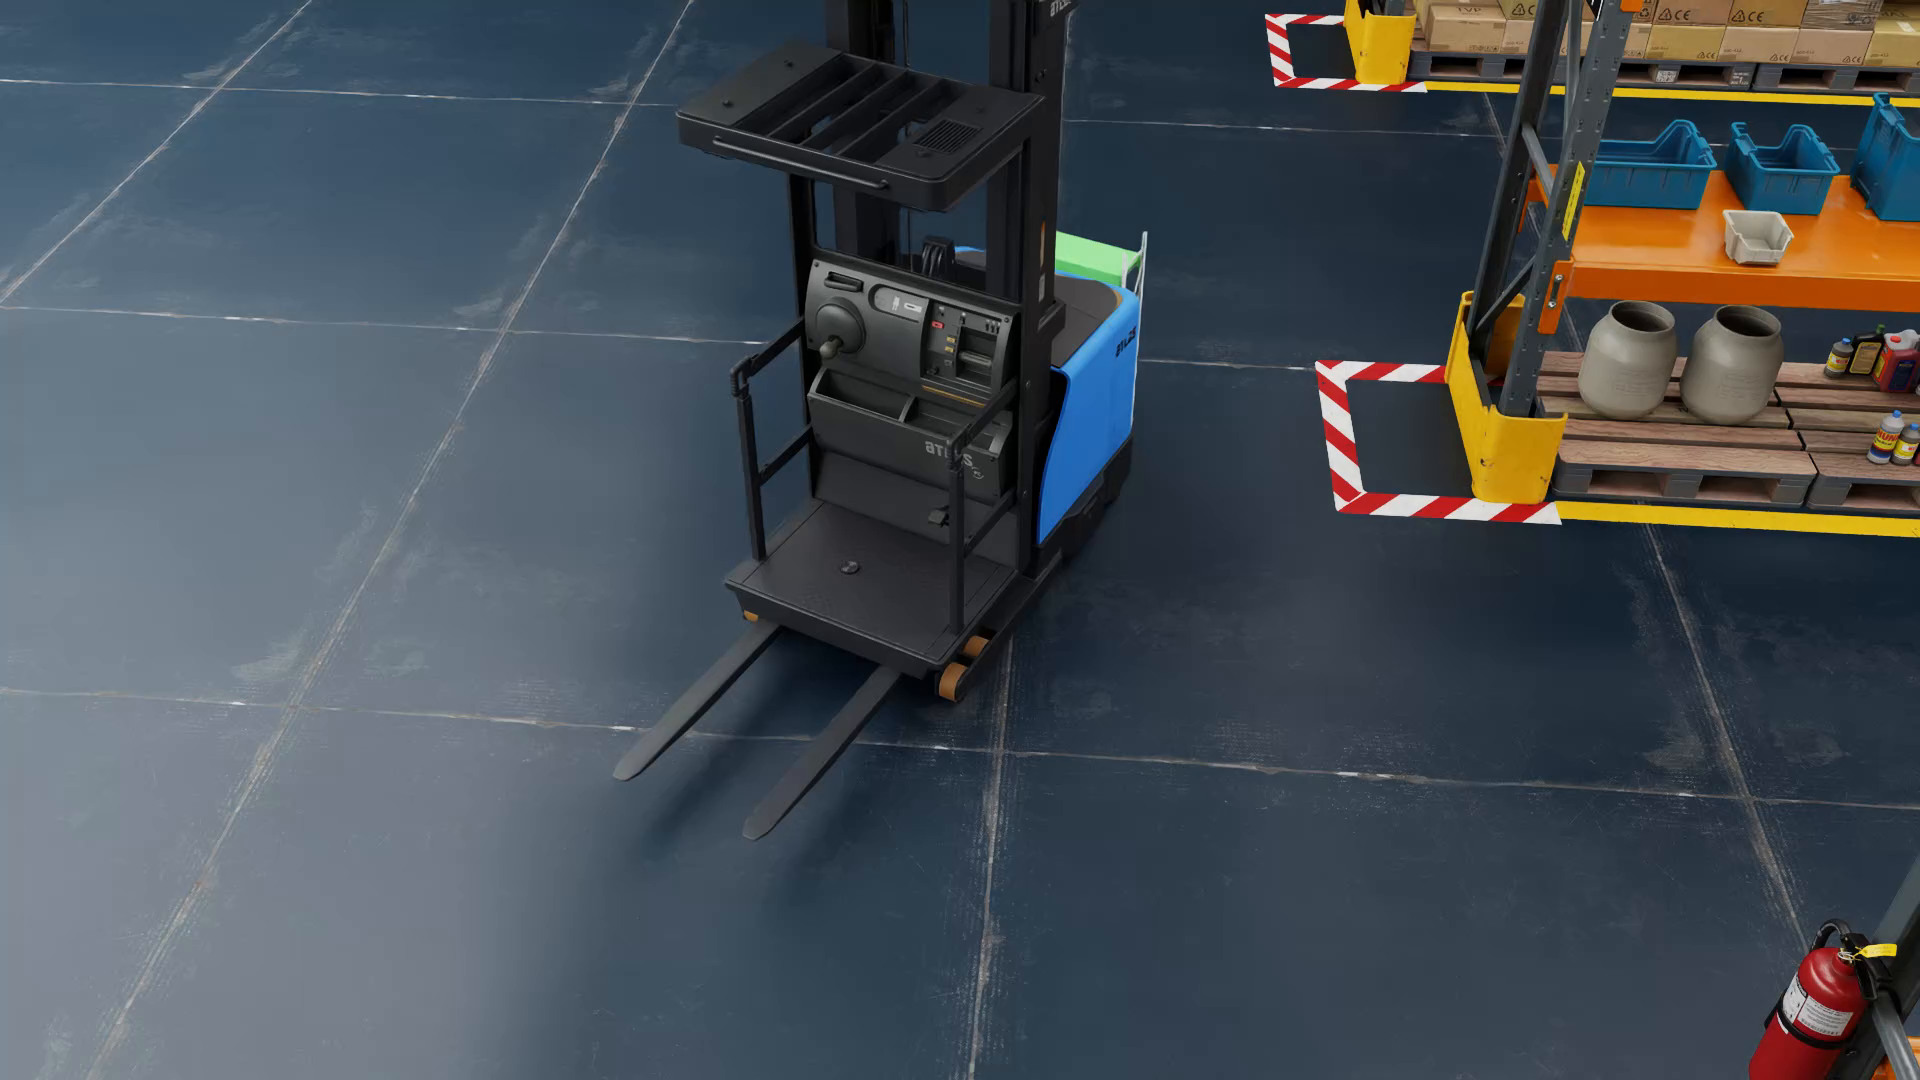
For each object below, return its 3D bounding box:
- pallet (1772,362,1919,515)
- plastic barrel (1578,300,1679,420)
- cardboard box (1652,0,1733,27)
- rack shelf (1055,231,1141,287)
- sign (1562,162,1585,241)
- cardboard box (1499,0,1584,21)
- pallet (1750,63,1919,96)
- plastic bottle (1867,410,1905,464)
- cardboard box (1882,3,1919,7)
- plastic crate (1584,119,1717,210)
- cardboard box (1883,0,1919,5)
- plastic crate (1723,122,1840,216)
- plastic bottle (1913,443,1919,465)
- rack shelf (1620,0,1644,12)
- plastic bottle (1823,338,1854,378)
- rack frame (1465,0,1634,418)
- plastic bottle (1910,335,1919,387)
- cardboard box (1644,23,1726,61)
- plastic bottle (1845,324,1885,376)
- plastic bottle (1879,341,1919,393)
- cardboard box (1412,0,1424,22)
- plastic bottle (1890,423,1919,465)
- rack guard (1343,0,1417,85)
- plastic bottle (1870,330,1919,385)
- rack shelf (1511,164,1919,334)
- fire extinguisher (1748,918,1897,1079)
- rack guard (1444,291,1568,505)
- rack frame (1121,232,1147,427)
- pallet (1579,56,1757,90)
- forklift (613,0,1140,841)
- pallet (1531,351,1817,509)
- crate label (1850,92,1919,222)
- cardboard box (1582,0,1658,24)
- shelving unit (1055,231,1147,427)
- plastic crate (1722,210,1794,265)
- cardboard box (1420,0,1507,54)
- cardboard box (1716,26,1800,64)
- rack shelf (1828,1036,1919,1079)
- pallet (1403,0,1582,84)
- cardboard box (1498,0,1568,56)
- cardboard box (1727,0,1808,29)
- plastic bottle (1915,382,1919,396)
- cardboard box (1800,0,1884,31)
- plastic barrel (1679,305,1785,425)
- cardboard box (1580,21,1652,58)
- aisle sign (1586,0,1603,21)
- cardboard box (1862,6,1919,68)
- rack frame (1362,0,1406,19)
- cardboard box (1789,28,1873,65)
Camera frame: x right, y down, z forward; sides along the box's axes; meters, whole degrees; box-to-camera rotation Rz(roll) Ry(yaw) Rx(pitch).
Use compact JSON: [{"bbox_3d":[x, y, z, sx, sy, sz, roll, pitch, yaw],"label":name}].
[{"bbox_3d":[4.770,-0.512,8.383,1.213,0.211,1.003,3,39,4],"label":"pallet"},{"bbox_3d":[3.332,-0.894,8.281,0.421,0.512,0.421,0,39,0],"label":"plastic barrel"},{"bbox_3d":[5.110,-3.934,11.629,0.500,0.500,0.500,3,39,4],"label":"cardboard box"},{"bbox_3d":[0.600,-1.311,7.921,0.480,0.148,0.258,19,43,22],"label":"rack shelf"},{"bbox_3d":[2.617,-1.446,7.101,0.005,0.325,0.100,3,39,4],"label":"sign"},{"bbox_3d":[4.114,-3.991,11.699,0.500,0.500,0.500,3,39,4],"label":"cardboard box"},{"bbox_3d":[6.297,-3.570,12.139,1.213,0.211,1.003,3,39,4],"label":"pallet"},{"bbox_3d":[4.449,-0.502,7.974,0.097,0.271,0.097,0,39,0],"label":"plastic bottle"},{"bbox_3d":[6.650,-3.894,12.173,0.500,0.250,0.500,3,39,4],"label":"cardboard box"},{"bbox_3d":[3.194,-1.787,7.858,0.616,0.251,0.499,3,39,4],"label":"plastic crate"},{"bbox_3d":[6.650,-4.191,11.944,0.500,0.500,0.500,3,39,4],"label":"cardboard box"},{"bbox_3d":[3.840,-1.748,7.810,0.408,0.251,0.499,3,39,4],"label":"plastic crate"},{"bbox_3d":[4.673,-0.483,7.941,0.133,0.283,0.061,4,39,5],"label":"plastic bottle"},{"bbox_3d":[4.662,-2.459,6.760,4.000,0.370,1.077,3,39,4],"label":"rack shelf"},{"bbox_3d":[4.537,-0.945,8.574,0.097,0.201,0.097,0,39,0],"label":"plastic bottle"},{"bbox_3d":[2.669,-1.684,7.613,0.127,3.000,1.000,3,39,4],"label":"rack frame"},{"bbox_3d":[4.924,-0.936,8.503,0.135,0.276,0.152,2,39,3],"label":"plastic bottle"},{"bbox_3d":[5.110,-3.644,11.866,0.500,0.250,0.500,3,39,4],"label":"cardboard box"},{"bbox_3d":[4.655,-0.982,8.554,0.133,0.283,0.061,4,39,5],"label":"plastic bottle"},{"bbox_3d":[4.777,-0.879,8.427,0.133,0.283,0.061,3,39,4],"label":"plastic bottle"},{"bbox_3d":[3.660,-4.052,12.368,0.500,0.250,0.500,3,39,4],"label":"cardboard box"},{"bbox_3d":[4.552,-0.469,7.989,0.097,0.201,0.097,0,39,0],"label":"plastic bottle"},{"bbox_3d":[3.076,-3.831,12.231,0.348,0.500,1.175,3,39,4],"label":"rack guard"},{"bbox_3d":[4.786,-0.943,8.512,0.135,0.276,0.152,3,39,4],"label":"plastic bottle"},{"bbox_3d":[4.662,-1.296,7.707,4.000,0.370,1.077,3,39,4],"label":"rack shelf"},{"bbox_3d":[2.168,1.165,4.174,0.183,0.674,0.296,3,39,4],"label":"fire extinguisher"},{"bbox_3d":[2.749,-0.740,8.434,0.348,0.500,1.175,3,39,4],"label":"rack guard"},{"bbox_3d":[0.813,-0.913,8.091,0.015,1.200,0.240,19,43,22],"label":"rack frame"},{"bbox_3d":[5.078,-3.634,12.218,1.213,0.211,1.003,3,39,4],"label":"pallet"},{"bbox_3d":[-0.316,-0.780,6.557,1.130,2.935,3.031,19,43,22],"label":"forklift"},{"bbox_3d":[3.558,-0.580,8.466,1.213,0.211,1.003,3,39,4],"label":"pallet"},{"bbox_3d":[4.526,-1.768,7.688,0.616,0.435,0.502,3,39,4],"label":"crate label"},{"bbox_3d":[4.613,-3.972,11.676,0.500,0.500,0.500,3,39,4],"label":"cardboard box"},{"bbox_3d":[0.600,-0.988,8.184,0.503,1.200,0.258,19,43,22],"label":"shelving unit"},{"bbox_3d":[3.533,-1.331,7.388,0.250,0.136,0.298,3,39,4],"label":"plastic crate"},{"bbox_3d":[3.615,-3.726,11.968,0.500,0.250,0.500,3,39,4],"label":"cardboard box"},{"bbox_3d":[5.608,-3.617,11.833,0.500,0.250,0.500,3,39,4],"label":"cardboard box"},{"bbox_3d":[4.234,1.819,3.880,4.000,0.370,1.077,3,39,4],"label":"rack shelf"},{"bbox_3d":[3.866,-3.702,12.302,1.213,0.211,1.003,3,39,4],"label":"pallet"},{"bbox_3d":[4.114,-3.702,11.937,0.500,0.250,0.500,3,39,4],"label":"cardboard box"},{"bbox_3d":[5.609,-3.916,11.607,0.500,0.500,0.500,3,39,4],"label":"cardboard box"},{"bbox_3d":[4.932,-0.827,8.429,0.097,0.201,0.097,0,39,0],"label":"plastic bottle"},{"bbox_3d":[6.107,-3.891,11.576,0.500,0.500,0.500,3,39,4],"label":"cardboard box"},{"bbox_3d":[3.831,-0.867,8.248,0.421,0.512,0.421,0,39,0],"label":"plastic barrel"},{"bbox_3d":[4.612,-3.674,11.904,0.500,0.250,0.500,3,39,4],"label":"cardboard box"},{"bbox_3d":[2.572,-2.512,6.571,0.004,0.787,0.394,3,39,4],"label":"aisle sign"},{"bbox_3d":[6.605,-3.566,11.770,0.500,0.250,0.500,3,39,4],"label":"cardboard box"},{"bbox_3d":[3.100,-4.799,11.440,0.127,3.000,1.000,3,39,4],"label":"rack frame"},{"bbox_3d":[6.107,-3.599,11.811,0.500,0.250,0.500,3,39,4],"label":"cardboard box"}]
